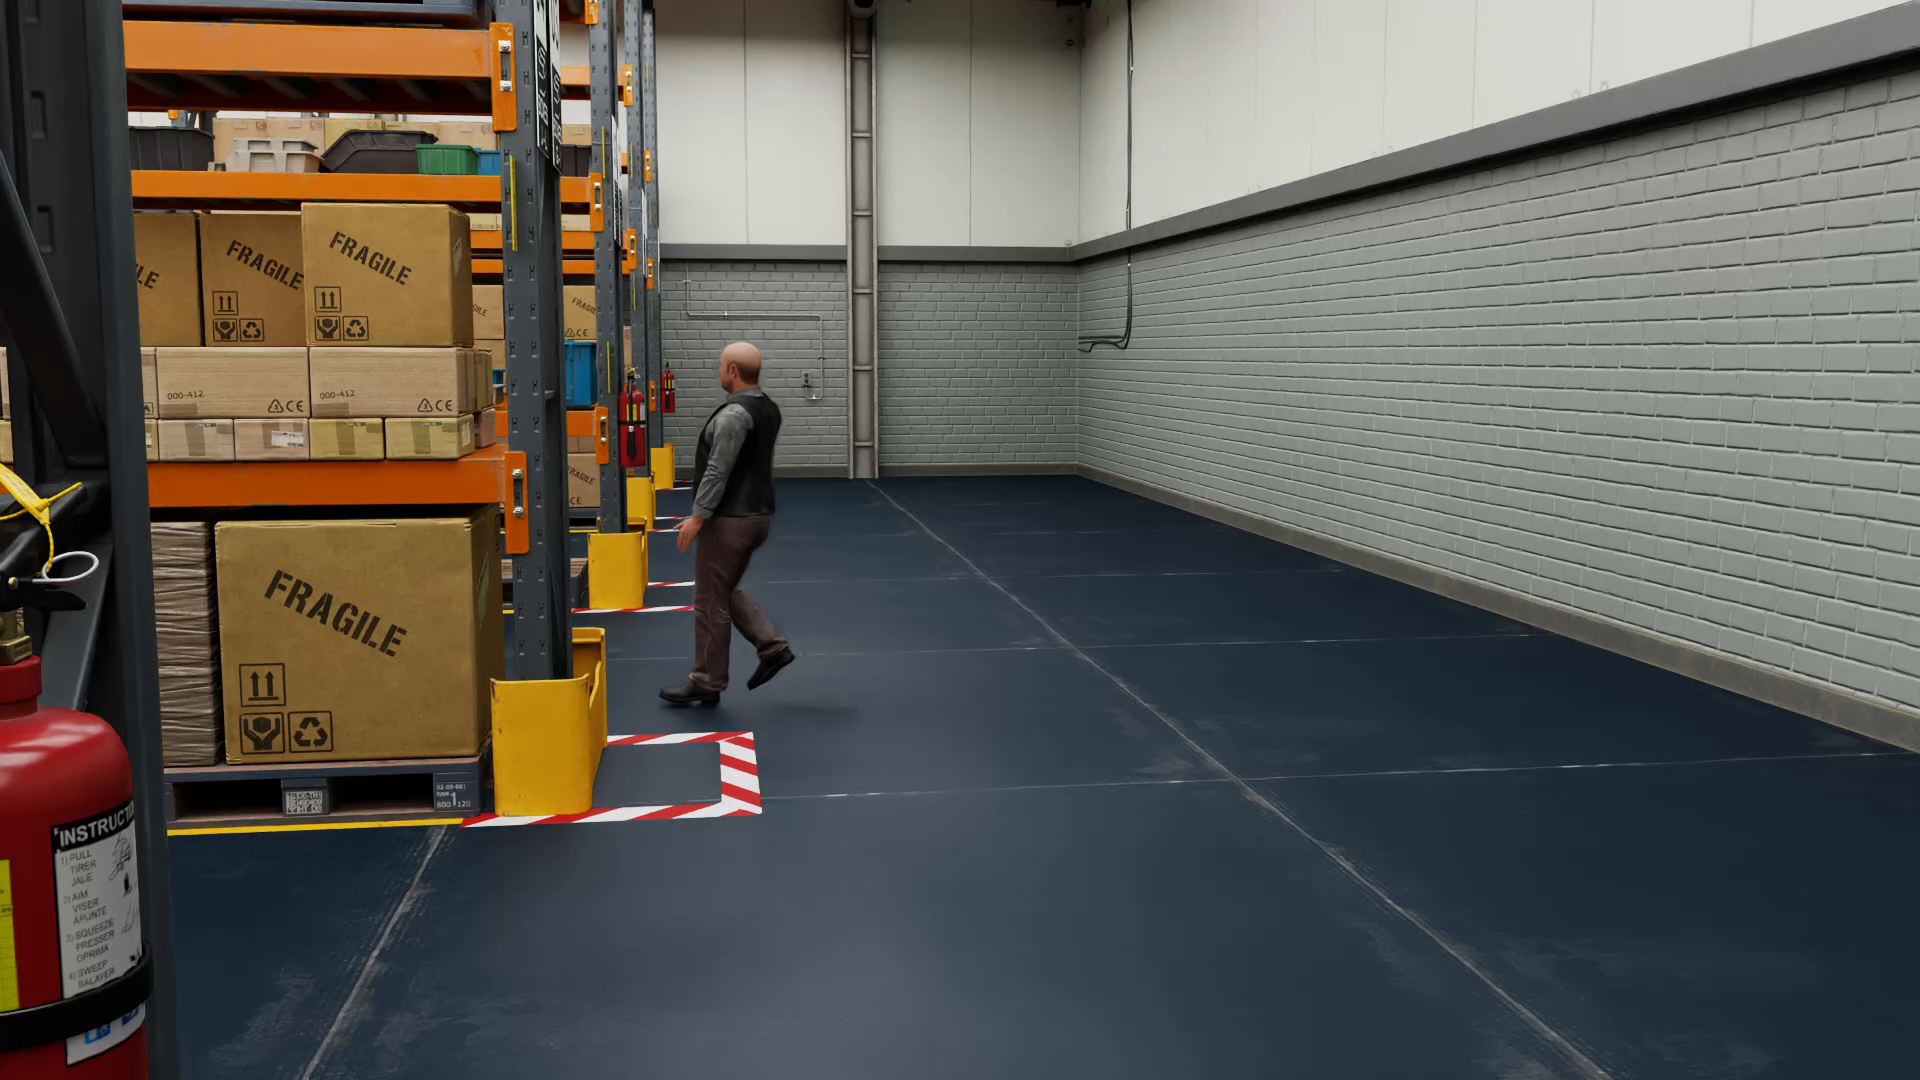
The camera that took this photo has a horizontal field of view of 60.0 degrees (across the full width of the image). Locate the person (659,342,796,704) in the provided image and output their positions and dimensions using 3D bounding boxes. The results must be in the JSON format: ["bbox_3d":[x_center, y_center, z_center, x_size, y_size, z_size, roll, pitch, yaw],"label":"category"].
[{"bbox_3d":[-1.126,-0.082,7.932,0.603,1.712,0.558,2,7,14],"label":"person"}]
